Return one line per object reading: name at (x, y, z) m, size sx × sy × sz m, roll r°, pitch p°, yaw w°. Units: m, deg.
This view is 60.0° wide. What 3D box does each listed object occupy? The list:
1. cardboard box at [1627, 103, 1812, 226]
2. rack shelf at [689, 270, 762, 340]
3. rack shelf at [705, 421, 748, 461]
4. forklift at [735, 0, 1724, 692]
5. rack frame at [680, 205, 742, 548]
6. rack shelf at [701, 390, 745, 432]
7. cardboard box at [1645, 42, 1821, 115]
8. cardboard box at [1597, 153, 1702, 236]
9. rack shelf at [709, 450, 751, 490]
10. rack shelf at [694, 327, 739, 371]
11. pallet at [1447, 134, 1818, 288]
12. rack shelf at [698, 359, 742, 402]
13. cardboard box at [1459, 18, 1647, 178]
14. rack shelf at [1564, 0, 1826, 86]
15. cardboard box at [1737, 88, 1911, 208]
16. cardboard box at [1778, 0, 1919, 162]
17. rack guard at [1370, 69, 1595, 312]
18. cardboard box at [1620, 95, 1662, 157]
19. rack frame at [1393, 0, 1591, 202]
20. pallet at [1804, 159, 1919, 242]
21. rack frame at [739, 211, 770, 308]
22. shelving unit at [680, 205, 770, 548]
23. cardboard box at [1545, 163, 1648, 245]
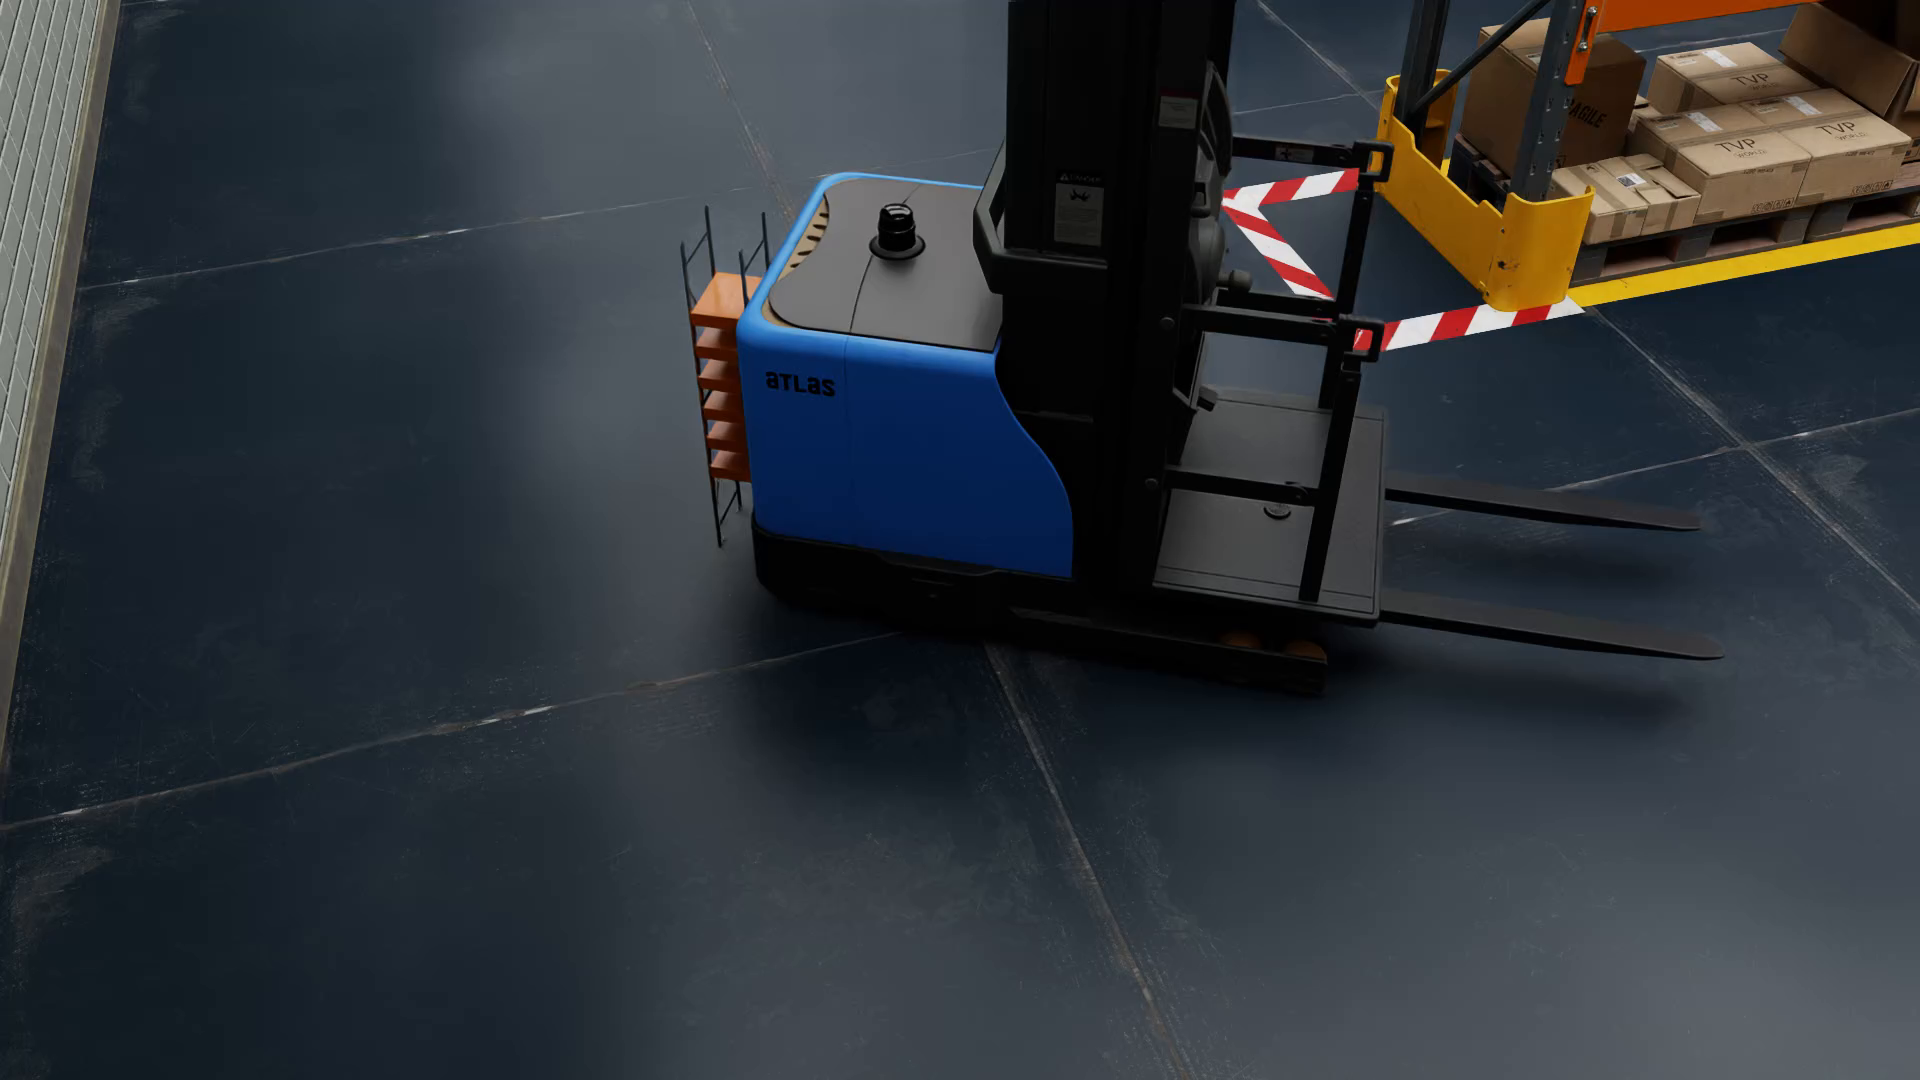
cardboard box at (3.201, -1.597, 7.054) m, size 0.500 × 0.250 × 0.500 m, roll -12°, pitch 42°, yaw -13°
rack shelf at (-0.712, -0.725, 5.189) m, size 0.180 × 0.103 × 0.258 m, roll 8°, pitch 42°, yaw 9°
rack shelf at (-0.712, -0.364, 5.505) m, size 0.180 × 0.103 × 0.258 m, roll 8°, pitch 42°, yaw 9°
forklift at (0.897, -1.014, 4.682) m, size 3.031 × 2.935 × 1.130 m, roll 8°, pitch 42°, yaw 9°
rack frame at (-0.802, -0.501, 5.411) m, size 0.006 × 1.200 × 0.240 m, roll 8°, pitch 42°, yaw 9°
rack shelf at (-0.712, -0.454, 5.426) m, size 0.180 × 0.103 × 0.258 m, roll 8°, pitch 42°, yaw 9°
cardboard box at (3.480, -2.000, 7.514) m, size 0.500 × 0.250 × 0.500 m, roll -12°, pitch 42°, yaw -13°
cardboard box at (2.861, -1.454, 6.953) m, size 0.250 × 0.166 × 0.380 m, roll -12°, pitch 42°, yaw -13°
rack shelf at (-0.712, -0.274, 5.584) m, size 0.180 × 0.103 × 0.258 m, roll 8°, pitch 42°, yaw 9°
rack shelf at (-0.712, -0.635, 5.268) m, size 0.180 × 0.103 × 0.258 m, roll 8°, pitch 42°, yaw 9°
pallet at (2.953, -1.561, 7.377) m, size 1.213 × 0.211 × 1.003 m, roll -12°, pitch 42°, yaw -13°
rack shelf at (-0.712, -0.545, 5.347) m, size 0.180 × 0.103 × 0.258 m, roll 8°, pitch 42°, yaw 9°
cardboard box at (2.565, -1.925, 7.239) m, size 0.500 × 0.500 × 0.500 m, roll -12°, pitch 42°, yaw -13°
rack shelf at (4.028, -2.563, 6.950) m, size 4.000 × 0.370 × 1.077 m, roll -12°, pitch 42°, yaw -13°
cardboard box at (3.678, -1.696, 7.167) m, size 0.500 × 0.250 × 0.500 m, roll -12°, pitch 42°, yaw -13°
cardboard box at (4.145, -2.080, 7.414) m, size 0.637 × 0.503 × 0.797 m, roll -12°, pitch 42°, yaw -13°
rack guard at (2.193, -1.512, 7.101) m, size 0.348 × 0.500 × 1.175 m, roll -12°, pitch 42°, yaw -13°
cardboard box at (2.978, -1.823, 7.376) m, size 0.250 × 0.166 × 0.380 m, roll -12°, pitch 42°, yaw -13°
rack frame at (2.120, -2.438, 6.261) m, size 0.127 × 3.000 × 1.000 m, roll -12°, pitch 42°, yaw -13°
pallet at (4.114, -1.800, 7.650) m, size 1.213 × 0.211 × 1.003 m, roll -12°, pitch 42°, yaw -13°
rack frame at (-0.623, -0.475, 5.381) m, size 0.006 × 1.200 × 0.240 m, roll 8°, pitch 42°, yaw 9°
shelving unit at (-0.712, -0.488, 5.396) m, size 0.189 × 1.200 × 0.258 m, roll 8°, pitch 42°, yaw 9°
cardboard box at (2.623, -1.398, 6.902) m, size 0.250 × 0.149 × 0.380 m, roll -12°, pitch 42°, yaw -13°
